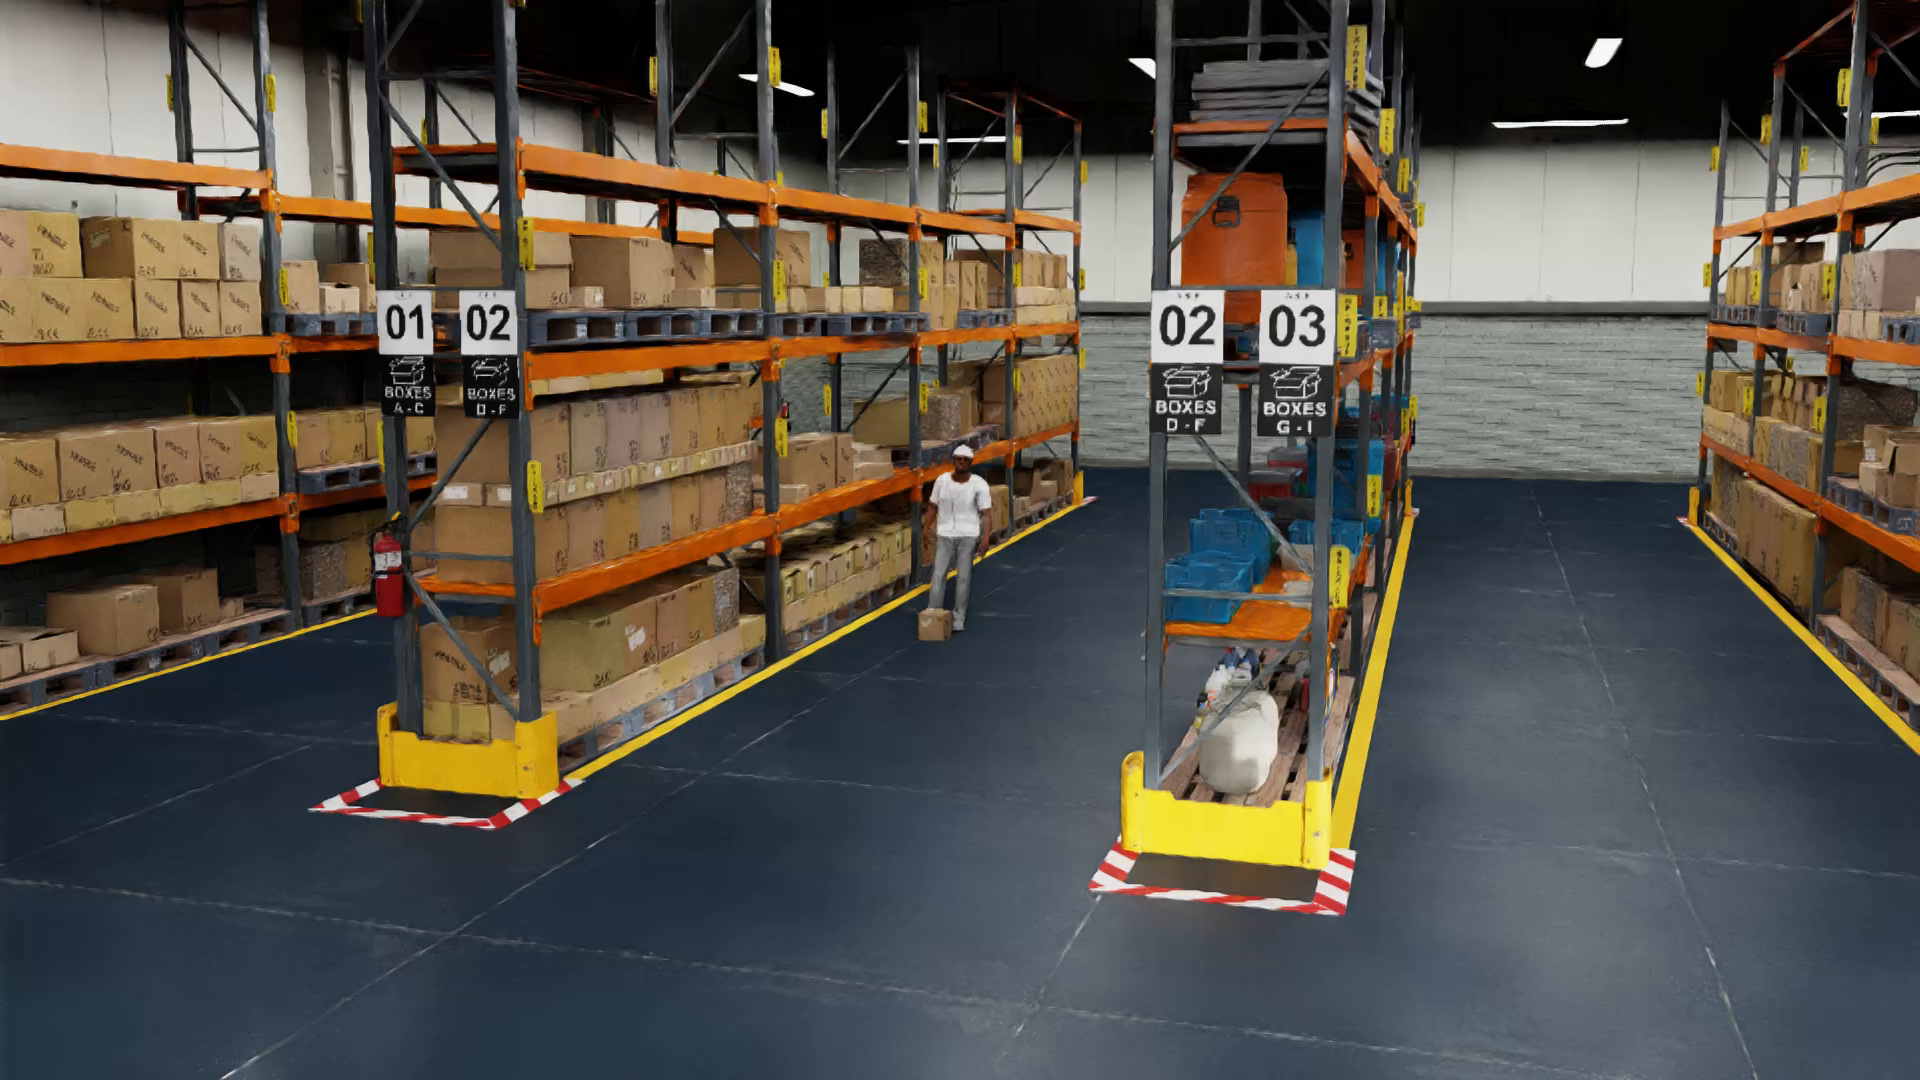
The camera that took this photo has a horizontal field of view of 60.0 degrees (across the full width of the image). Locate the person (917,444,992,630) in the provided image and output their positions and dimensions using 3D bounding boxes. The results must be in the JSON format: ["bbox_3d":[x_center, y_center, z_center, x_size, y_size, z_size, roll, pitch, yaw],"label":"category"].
[{"bbox_3d":[-0.045,-0.022,15.836,0.665,1.766,0.578,2,9,14],"label":"person"}]
